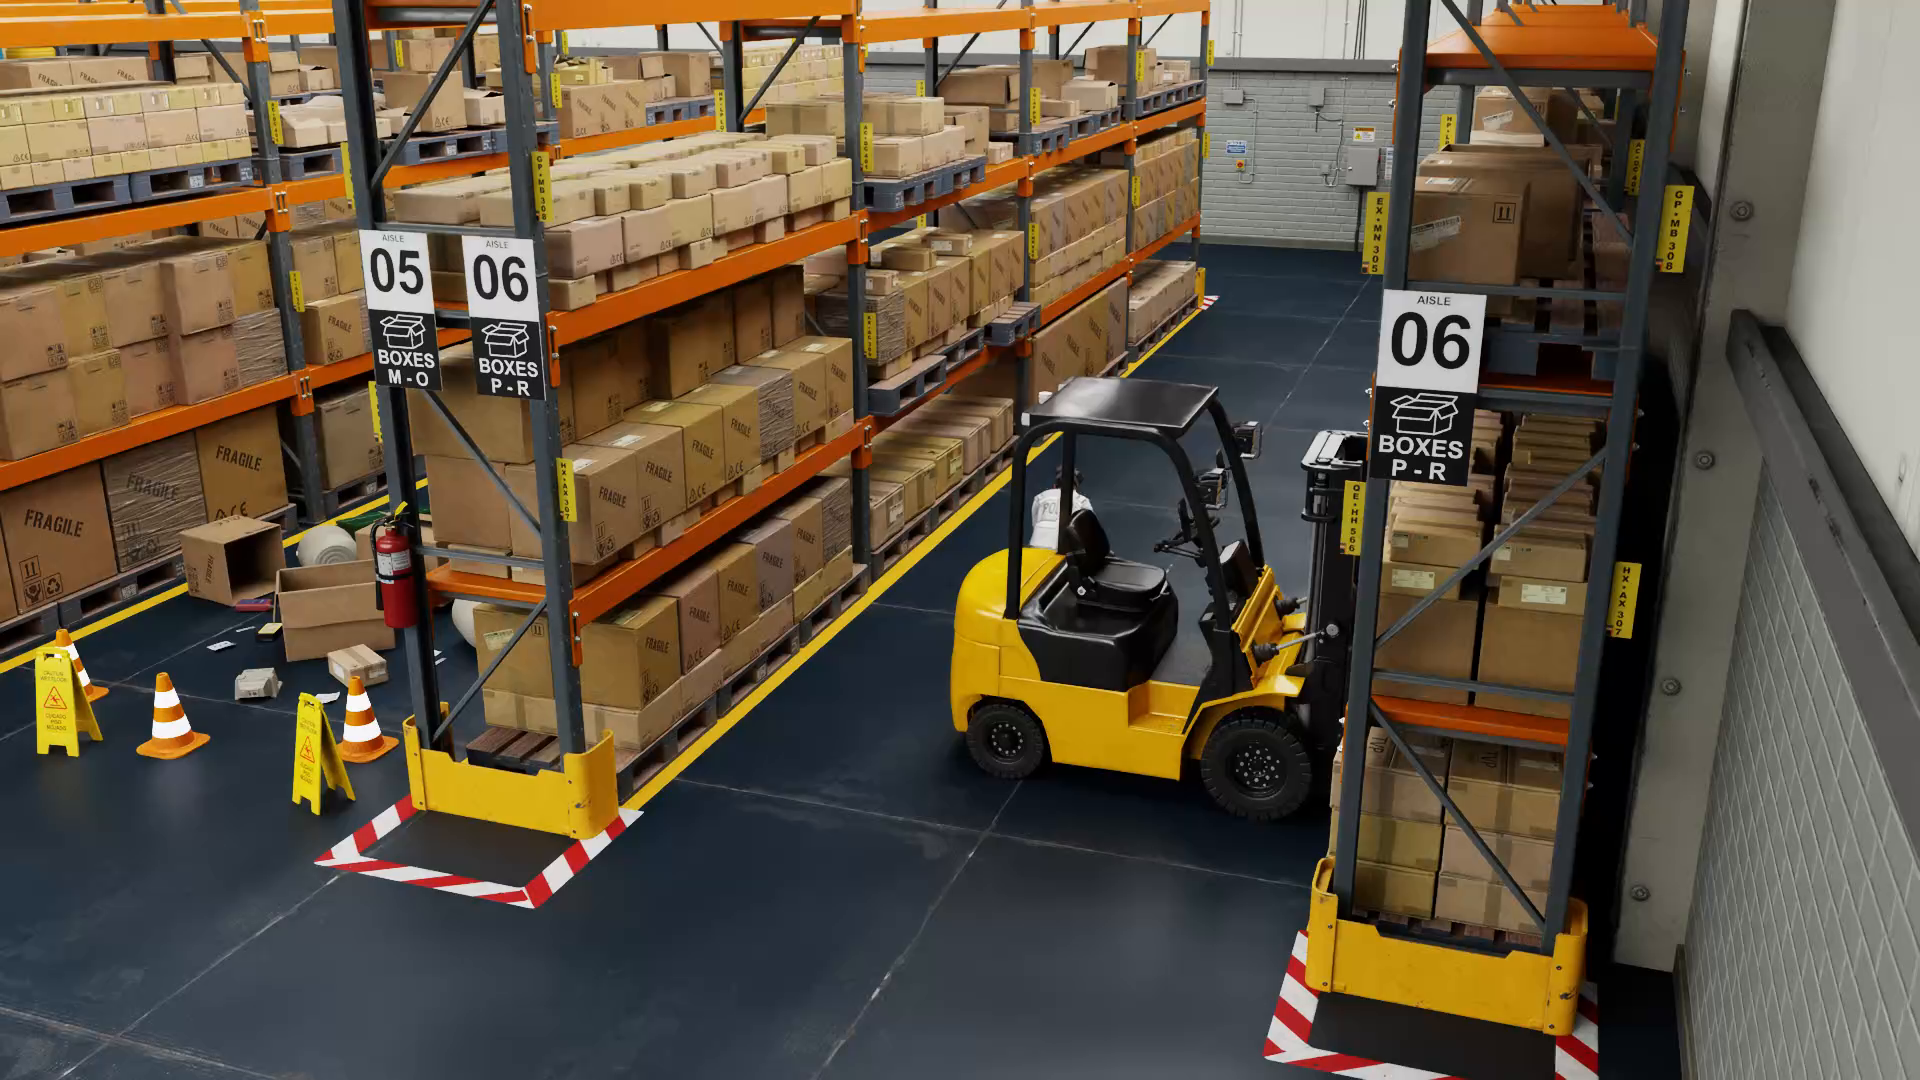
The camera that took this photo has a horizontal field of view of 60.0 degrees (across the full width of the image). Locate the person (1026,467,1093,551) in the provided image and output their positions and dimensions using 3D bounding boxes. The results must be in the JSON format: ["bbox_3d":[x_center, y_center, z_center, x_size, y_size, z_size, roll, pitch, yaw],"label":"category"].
[{"bbox_3d":[0.737,-0.009,12.216,0.486,0.946,0.850,6,20,18],"label":"person"}]
